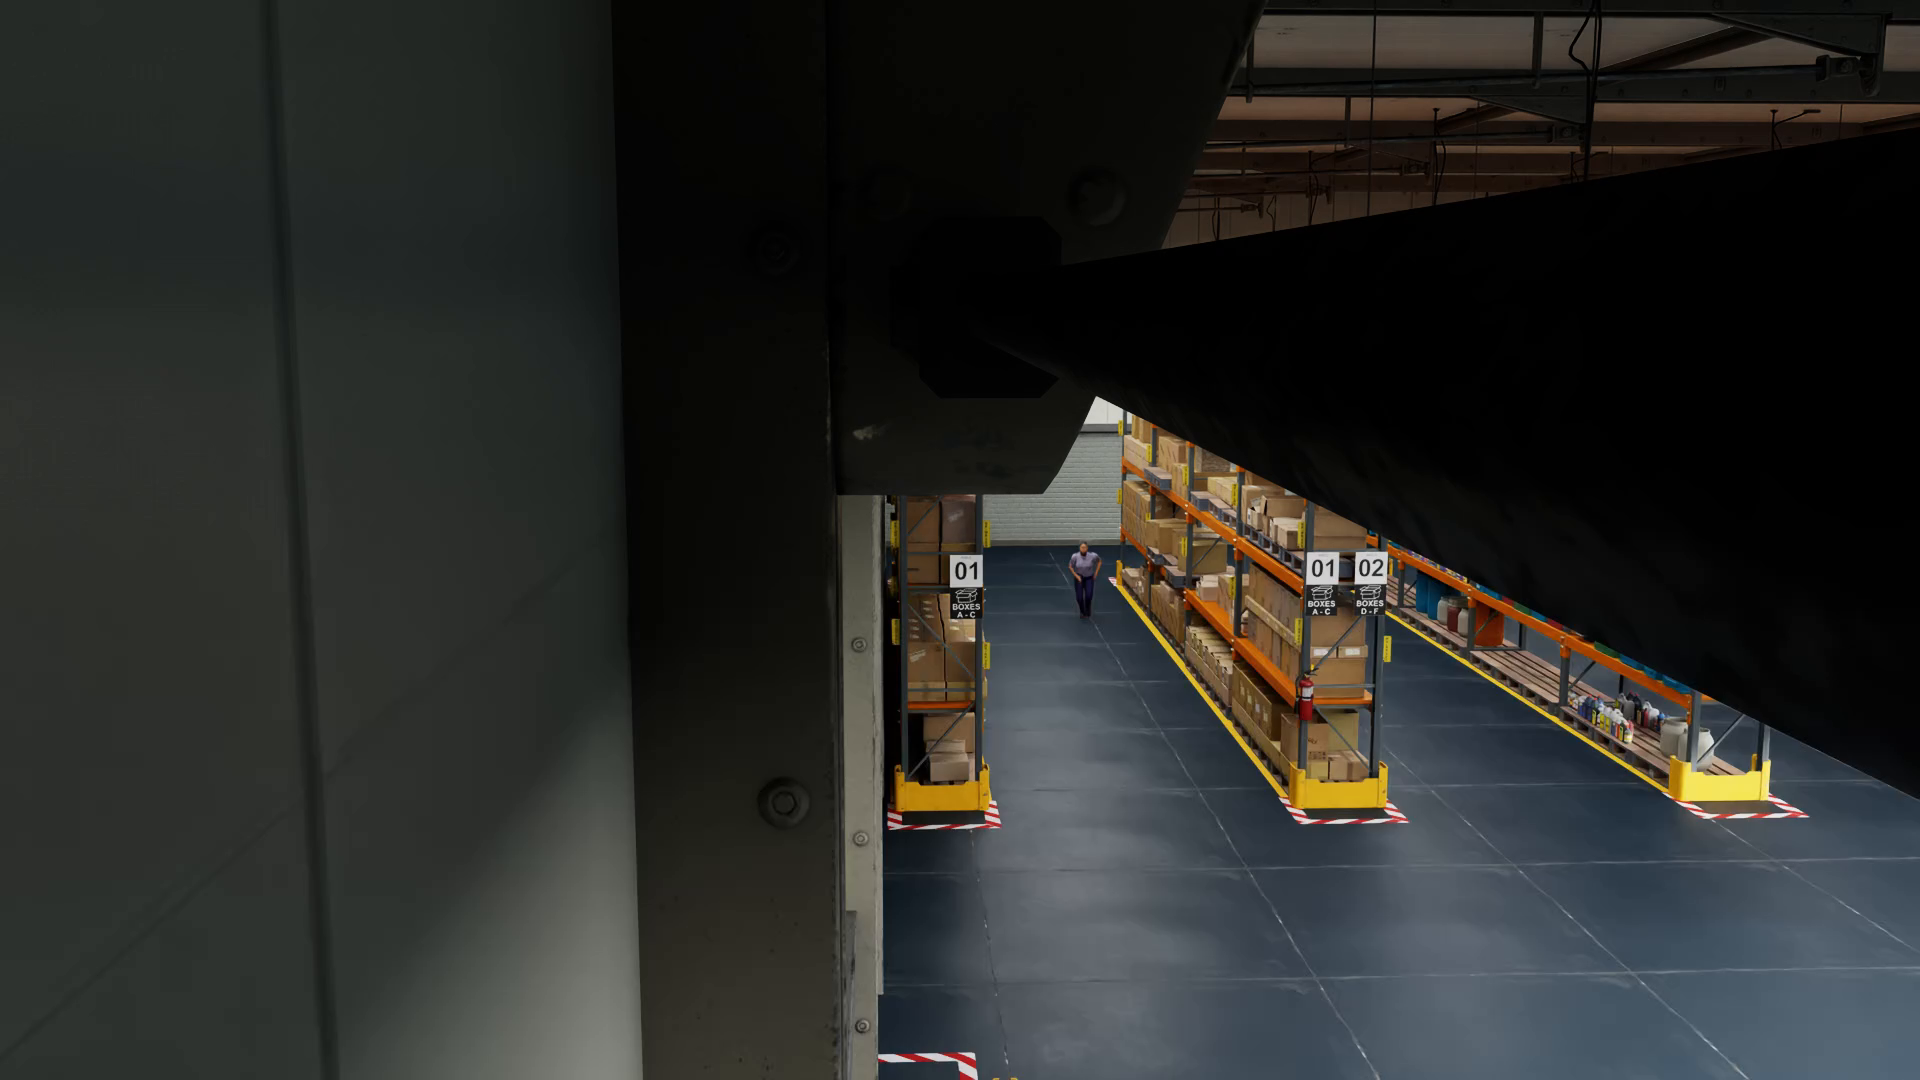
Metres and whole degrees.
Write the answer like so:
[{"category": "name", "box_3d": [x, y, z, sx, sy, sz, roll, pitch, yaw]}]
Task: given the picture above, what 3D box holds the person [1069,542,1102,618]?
[{"category": "person", "box_3d": [2.446, 0.781, 32.473, 0.635, 1.562, 0.748, 1, 8, 7]}]
